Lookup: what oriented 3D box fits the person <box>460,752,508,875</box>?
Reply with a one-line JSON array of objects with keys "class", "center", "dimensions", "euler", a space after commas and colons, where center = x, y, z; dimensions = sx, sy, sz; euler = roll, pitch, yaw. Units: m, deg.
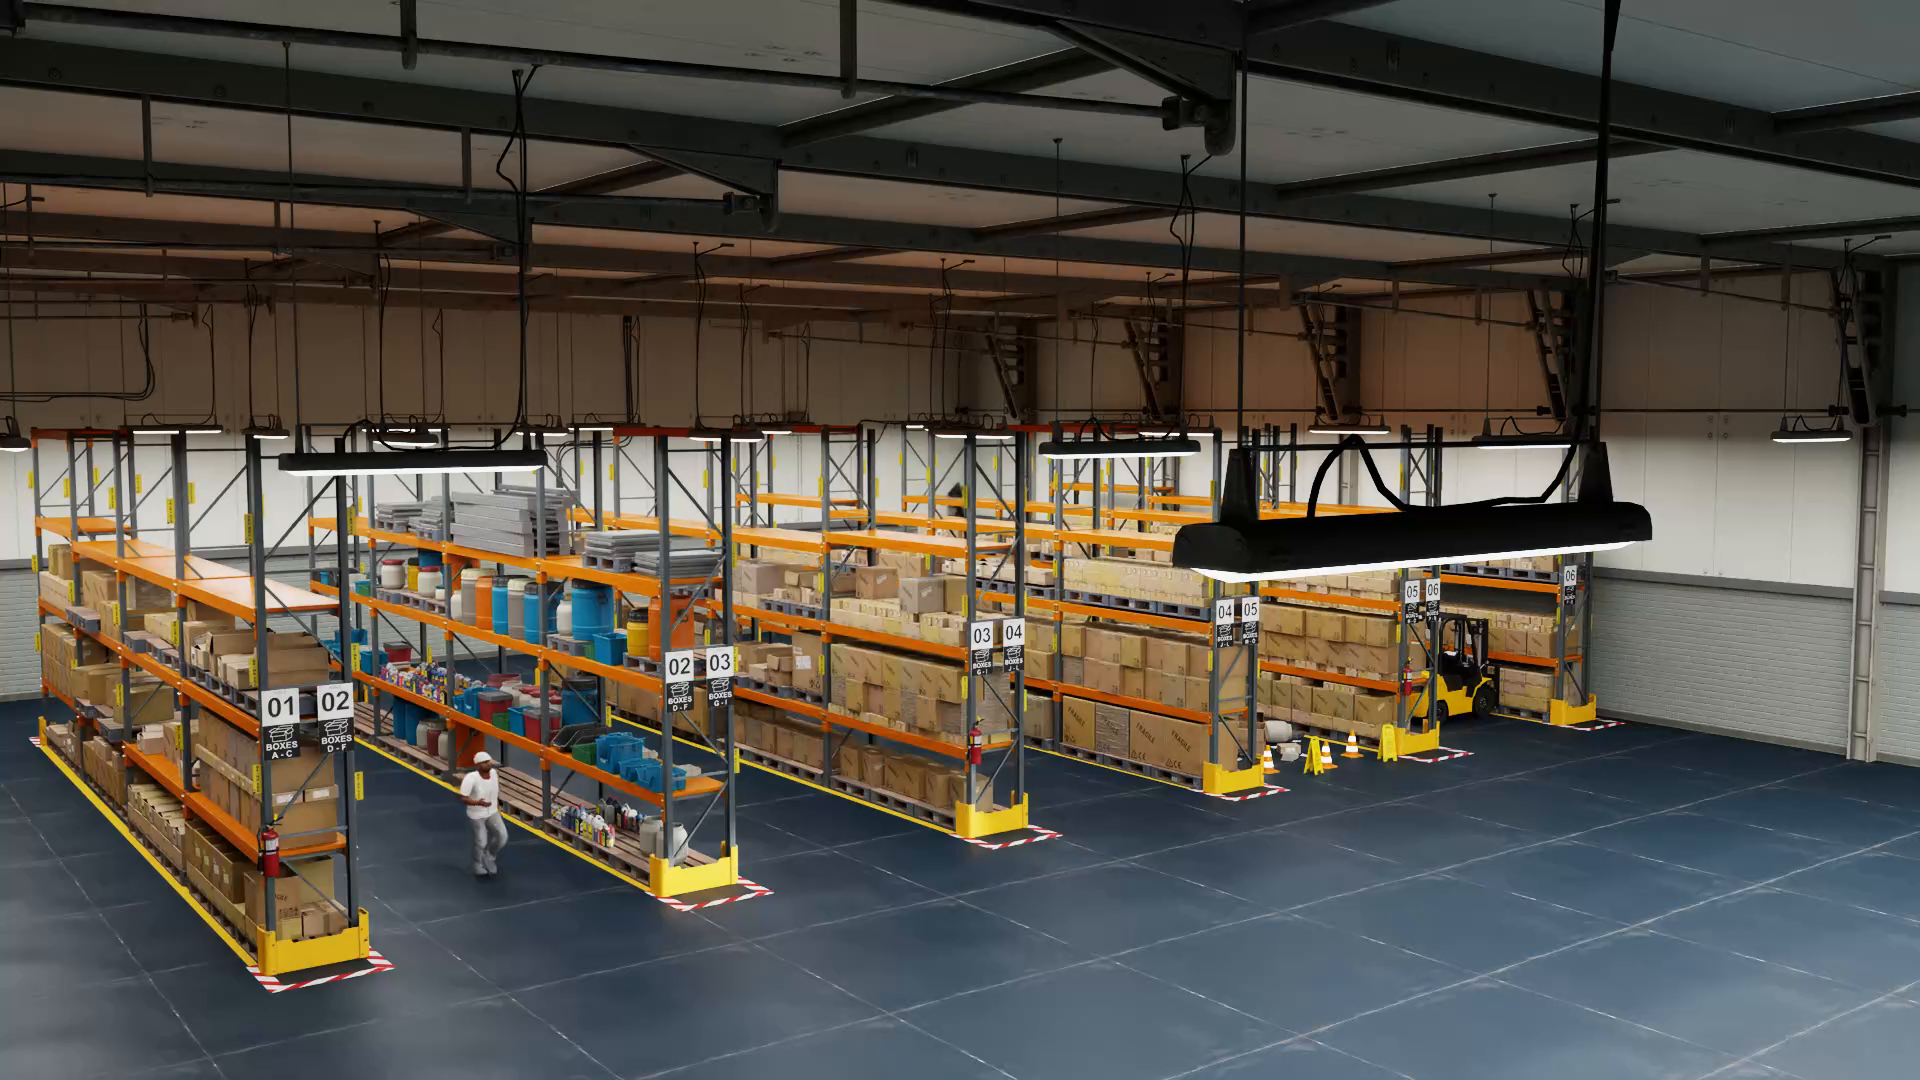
[{"class": "person", "center": [-6.408, 3.692, 22.402], "dimensions": [0.678, 1.714, 0.691], "euler": [4, 6, 41]}]

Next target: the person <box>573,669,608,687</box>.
[{"class": "person", "center": [-7.164, 2.976, 32.382], "dimensions": [0.693, 1.673, 0.681], "euler": [-4, 6, -41]}]
